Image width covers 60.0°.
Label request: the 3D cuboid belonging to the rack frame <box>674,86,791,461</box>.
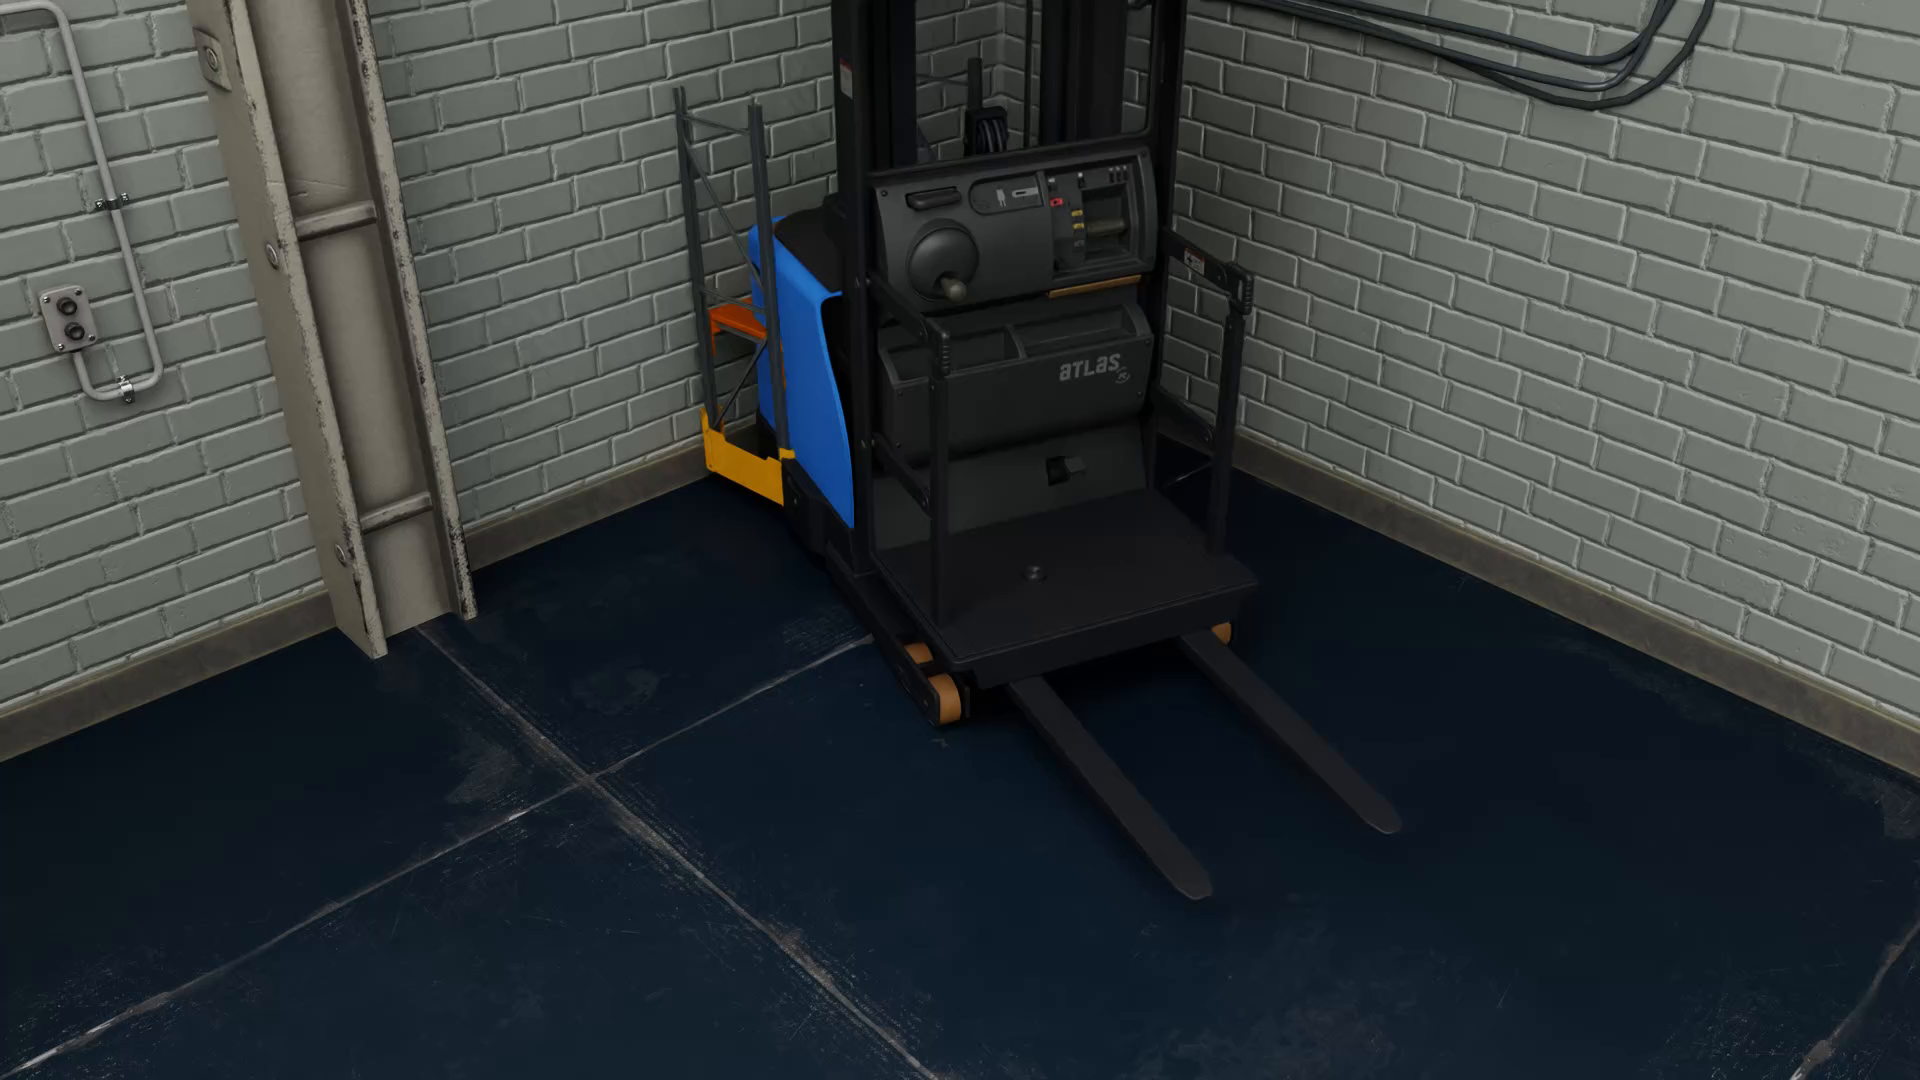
[{"bbox_3d":[-0.825,-0.870,6.093,0.032,1.500,0.500,-24,35,-36],"label":"rack frame"}]

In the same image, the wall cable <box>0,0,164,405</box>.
[{"bbox_3d":[-3.029,-0.968,3.983,1.851,1.984,0.084,-26,40,-35],"label":"wall cable"}]

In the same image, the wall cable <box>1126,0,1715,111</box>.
[{"bbox_3d":[1.066,-2.822,5.216,0.112,2.526,3.097,-26,40,-35],"label":"wall cable"}]

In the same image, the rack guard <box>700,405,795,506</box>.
[{"bbox_3d":[-0.792,-0.321,6.391,0.087,0.250,0.587,-24,35,-36],"label":"rack guard"}]

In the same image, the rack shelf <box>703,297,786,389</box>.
[{"bbox_3d":[-0.447,-0.879,6.478,1.000,0.185,0.538,-24,35,-36],"label":"rack shelf"}]

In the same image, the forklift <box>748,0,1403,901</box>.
[{"bbox_3d":[0.277,-0.919,4.943,1.130,2.935,3.031,-13,34,-21],"label":"forklift"}]

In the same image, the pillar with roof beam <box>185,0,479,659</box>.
[{"bbox_3d":[0.994,-1.919,0.763,0.400,9.000,9.100,-26,40,-35],"label":"pillar with roof beam"}]

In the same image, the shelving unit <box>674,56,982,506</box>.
[{"bbox_3d":[-0.446,-1.042,6.401,1.083,1.500,0.587,-24,35,-36],"label":"shelving unit"}]

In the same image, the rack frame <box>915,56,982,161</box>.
[{"bbox_3d":[-0.080,-1.207,6.697,0.032,1.500,0.500,-24,35,-36],"label":"rack frame"}]
